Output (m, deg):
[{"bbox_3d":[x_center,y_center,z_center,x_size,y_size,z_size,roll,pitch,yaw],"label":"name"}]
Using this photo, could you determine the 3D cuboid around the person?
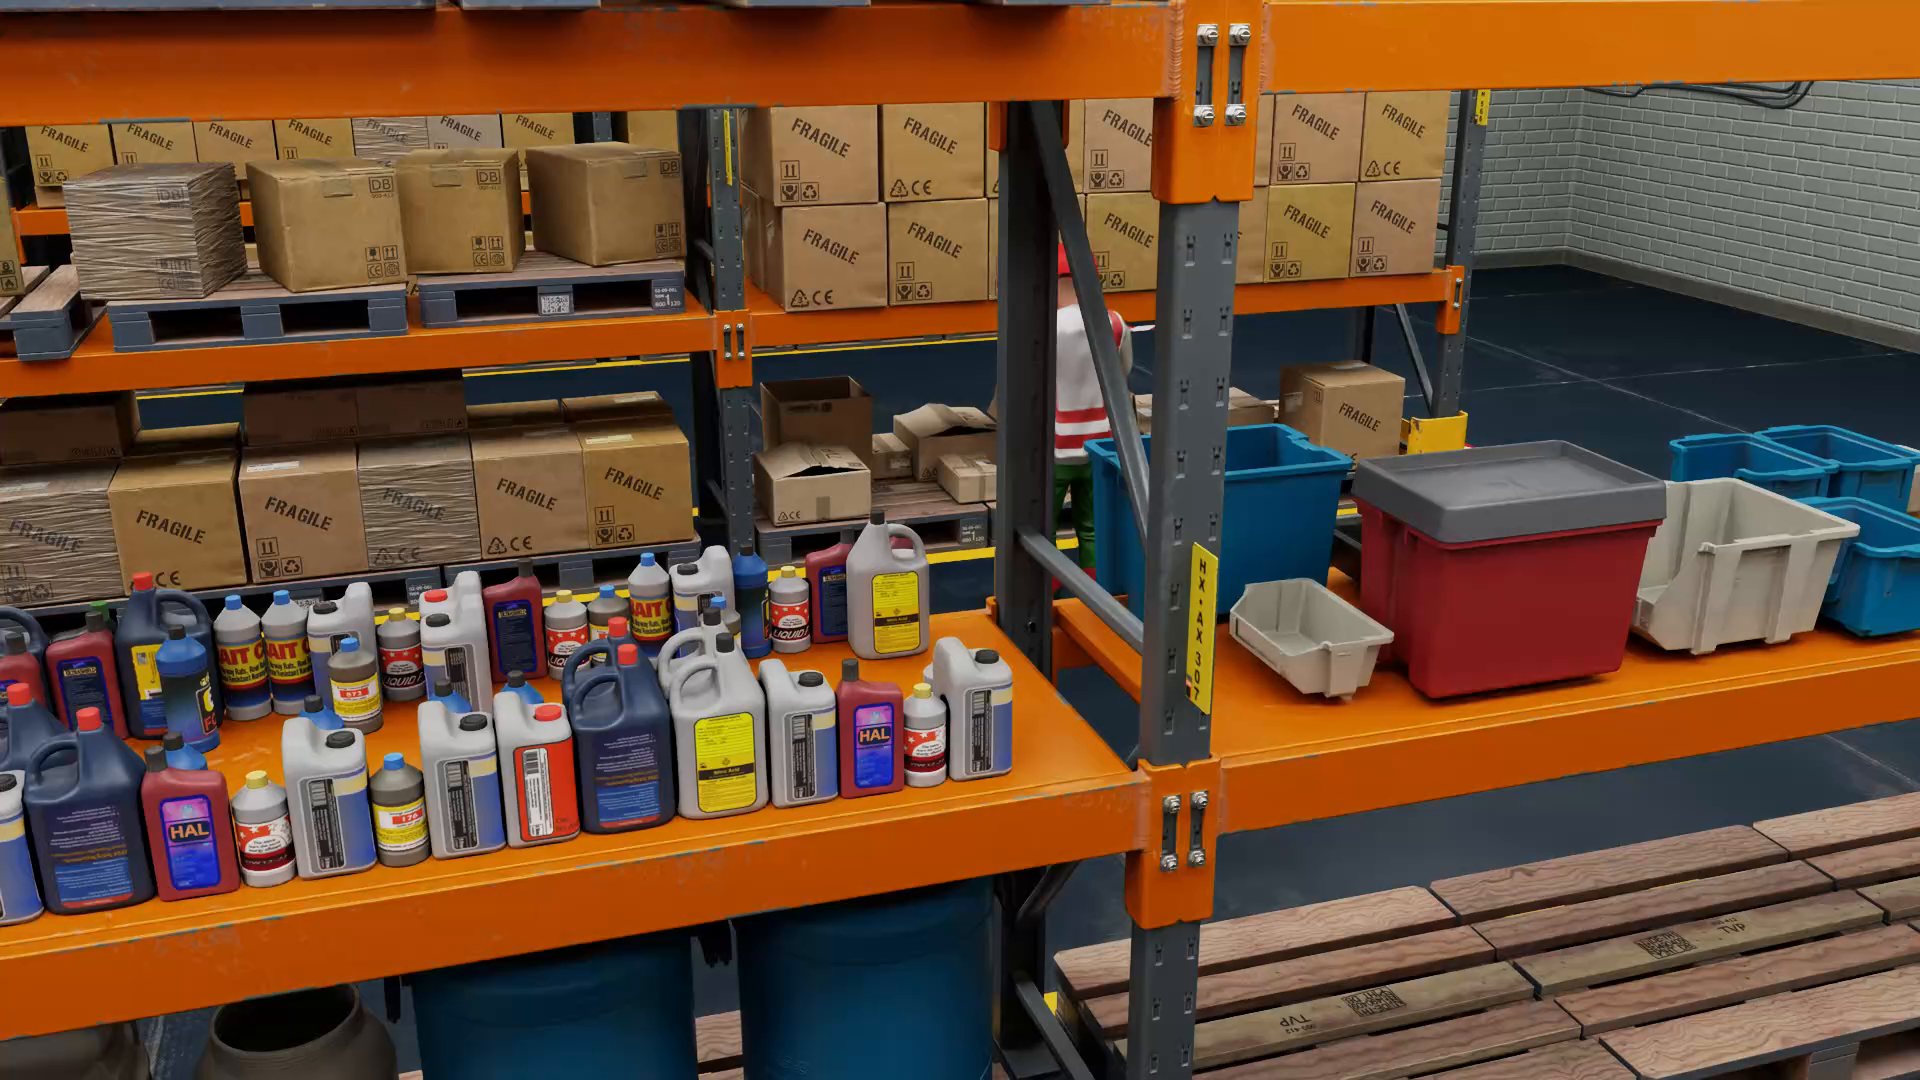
[{"bbox_3d":[0.453,-0.386,7.179,0.533,1.766,0.388,-6,20,-16],"label":"person"}]
